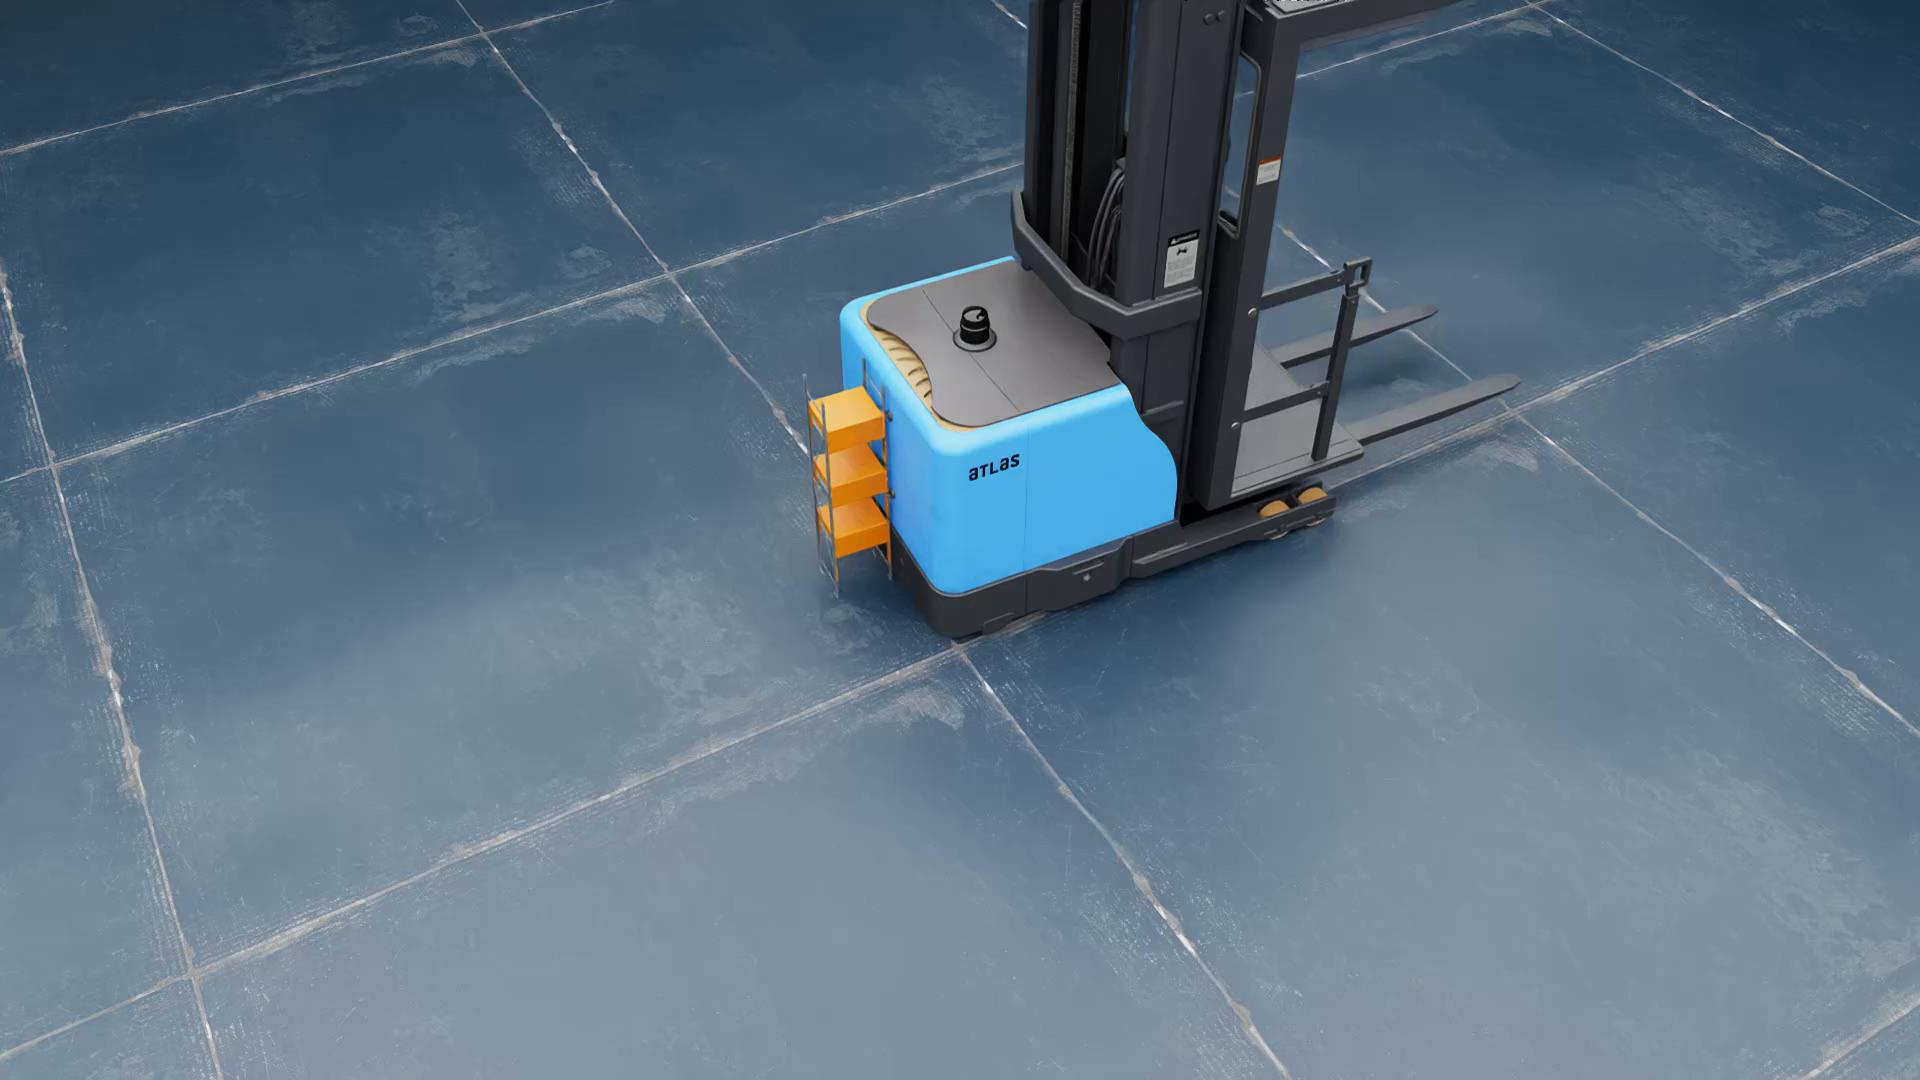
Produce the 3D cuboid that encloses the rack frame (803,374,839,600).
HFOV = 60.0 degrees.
[{"bbox_3d":[-0.551,-0.192,6.623,0.008,1.050,0.200,-19,47,-18],"label":"rack frame"}]

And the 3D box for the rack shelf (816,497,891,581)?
[{"bbox_3d":[-0.441,-0.022,6.862,0.240,0.259,0.215,-19,47,-18],"label":"rack shelf"}]

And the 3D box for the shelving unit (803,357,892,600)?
[{"bbox_3d":[-0.441,-0.229,6.661,0.252,1.050,0.215,-19,47,-18],"label":"shelving unit"}]

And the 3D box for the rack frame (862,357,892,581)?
[{"bbox_3d":[-0.331,-0.266,6.699,0.008,1.050,0.200,-19,47,-18],"label":"rack frame"}]

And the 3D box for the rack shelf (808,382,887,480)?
[{"bbox_3d":[-0.441,-0.425,6.471,0.240,0.259,0.215,-19,47,-18],"label":"rack shelf"}]

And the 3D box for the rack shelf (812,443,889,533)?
[{"bbox_3d":[-0.441,-0.221,6.669,0.240,0.259,0.215,-19,47,-18],"label":"rack shelf"}]

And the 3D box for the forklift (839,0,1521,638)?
[{"bbox_3d":[1.062,-1.370,6.487,3.031,2.935,1.130,-19,47,-18],"label":"forklift"}]
